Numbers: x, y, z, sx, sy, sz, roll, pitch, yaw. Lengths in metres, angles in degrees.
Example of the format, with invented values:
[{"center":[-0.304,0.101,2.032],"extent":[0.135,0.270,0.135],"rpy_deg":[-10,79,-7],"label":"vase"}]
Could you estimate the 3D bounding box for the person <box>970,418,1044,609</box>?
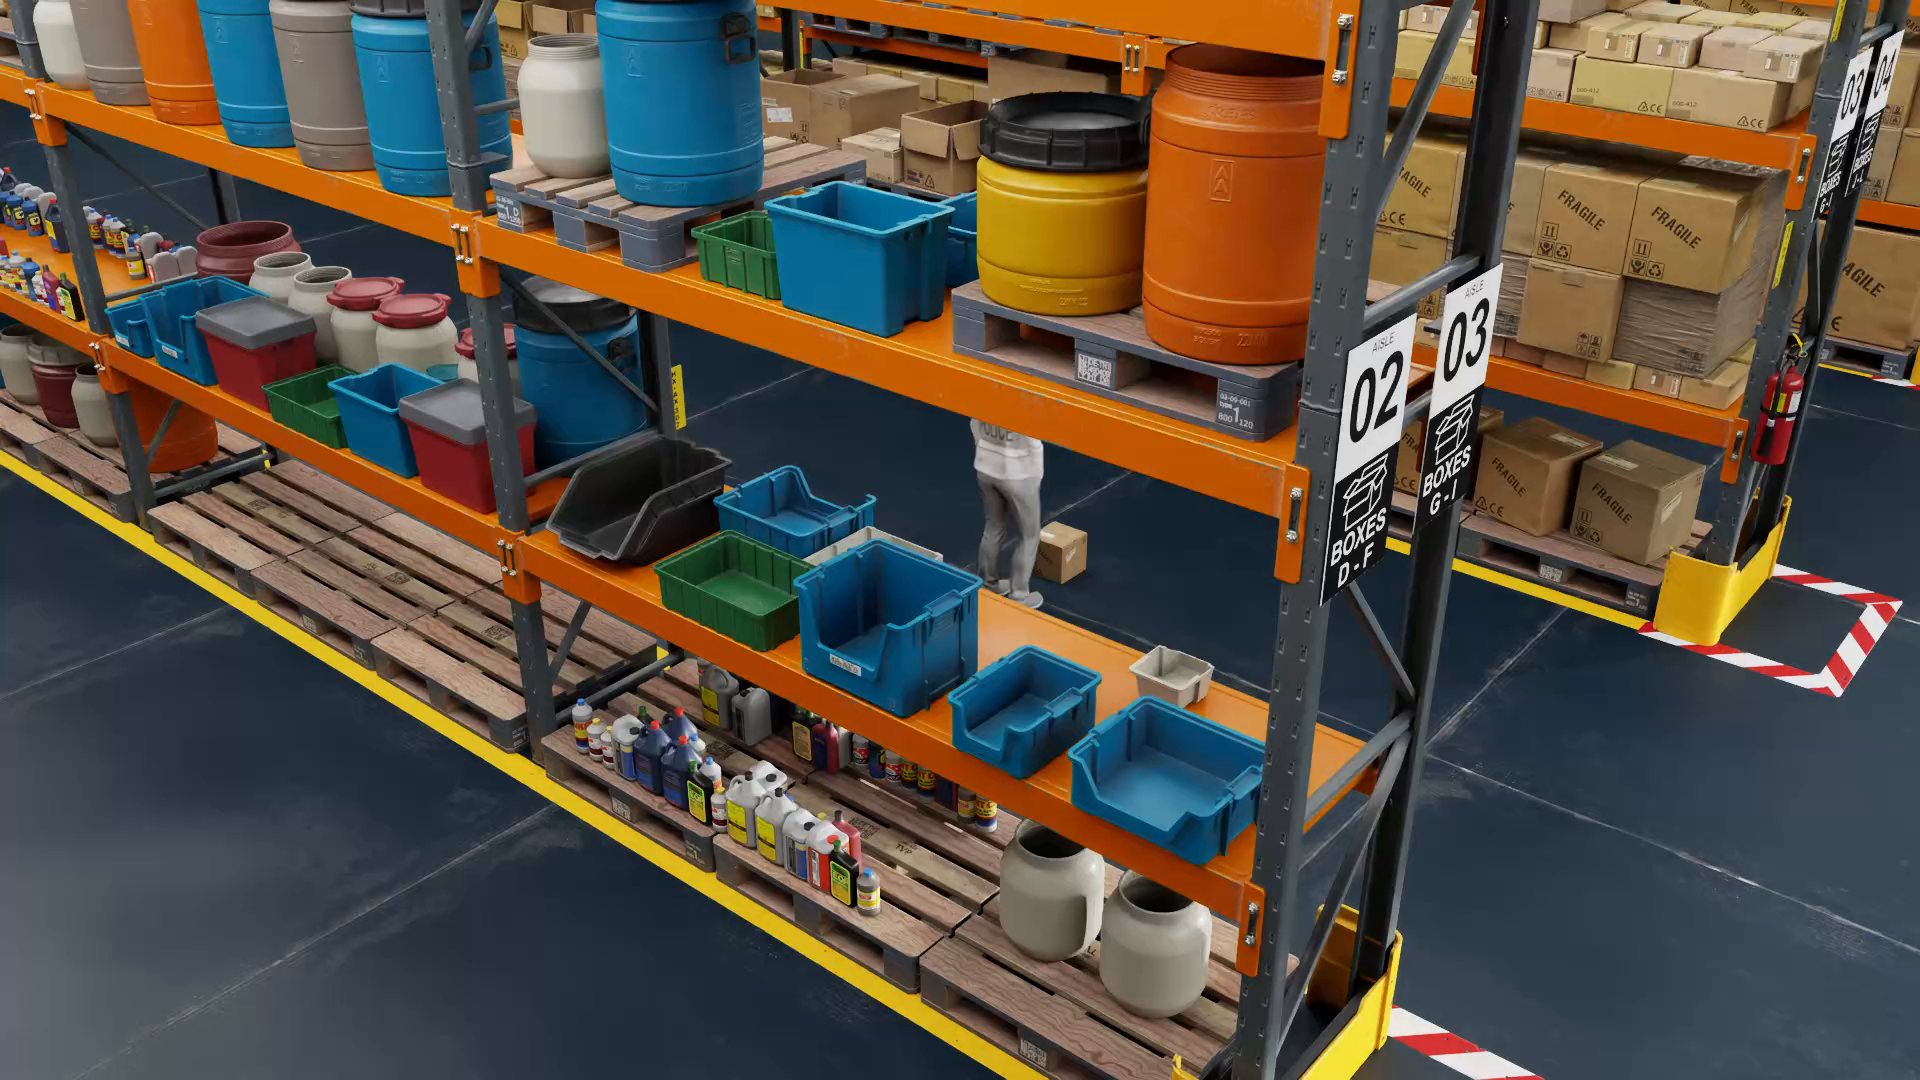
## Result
[{"center":[0.268,-0.380,9.373],"extent":[0.485,1.651,0.381],"rpy_deg":[22,35,35],"label":"person"}]
